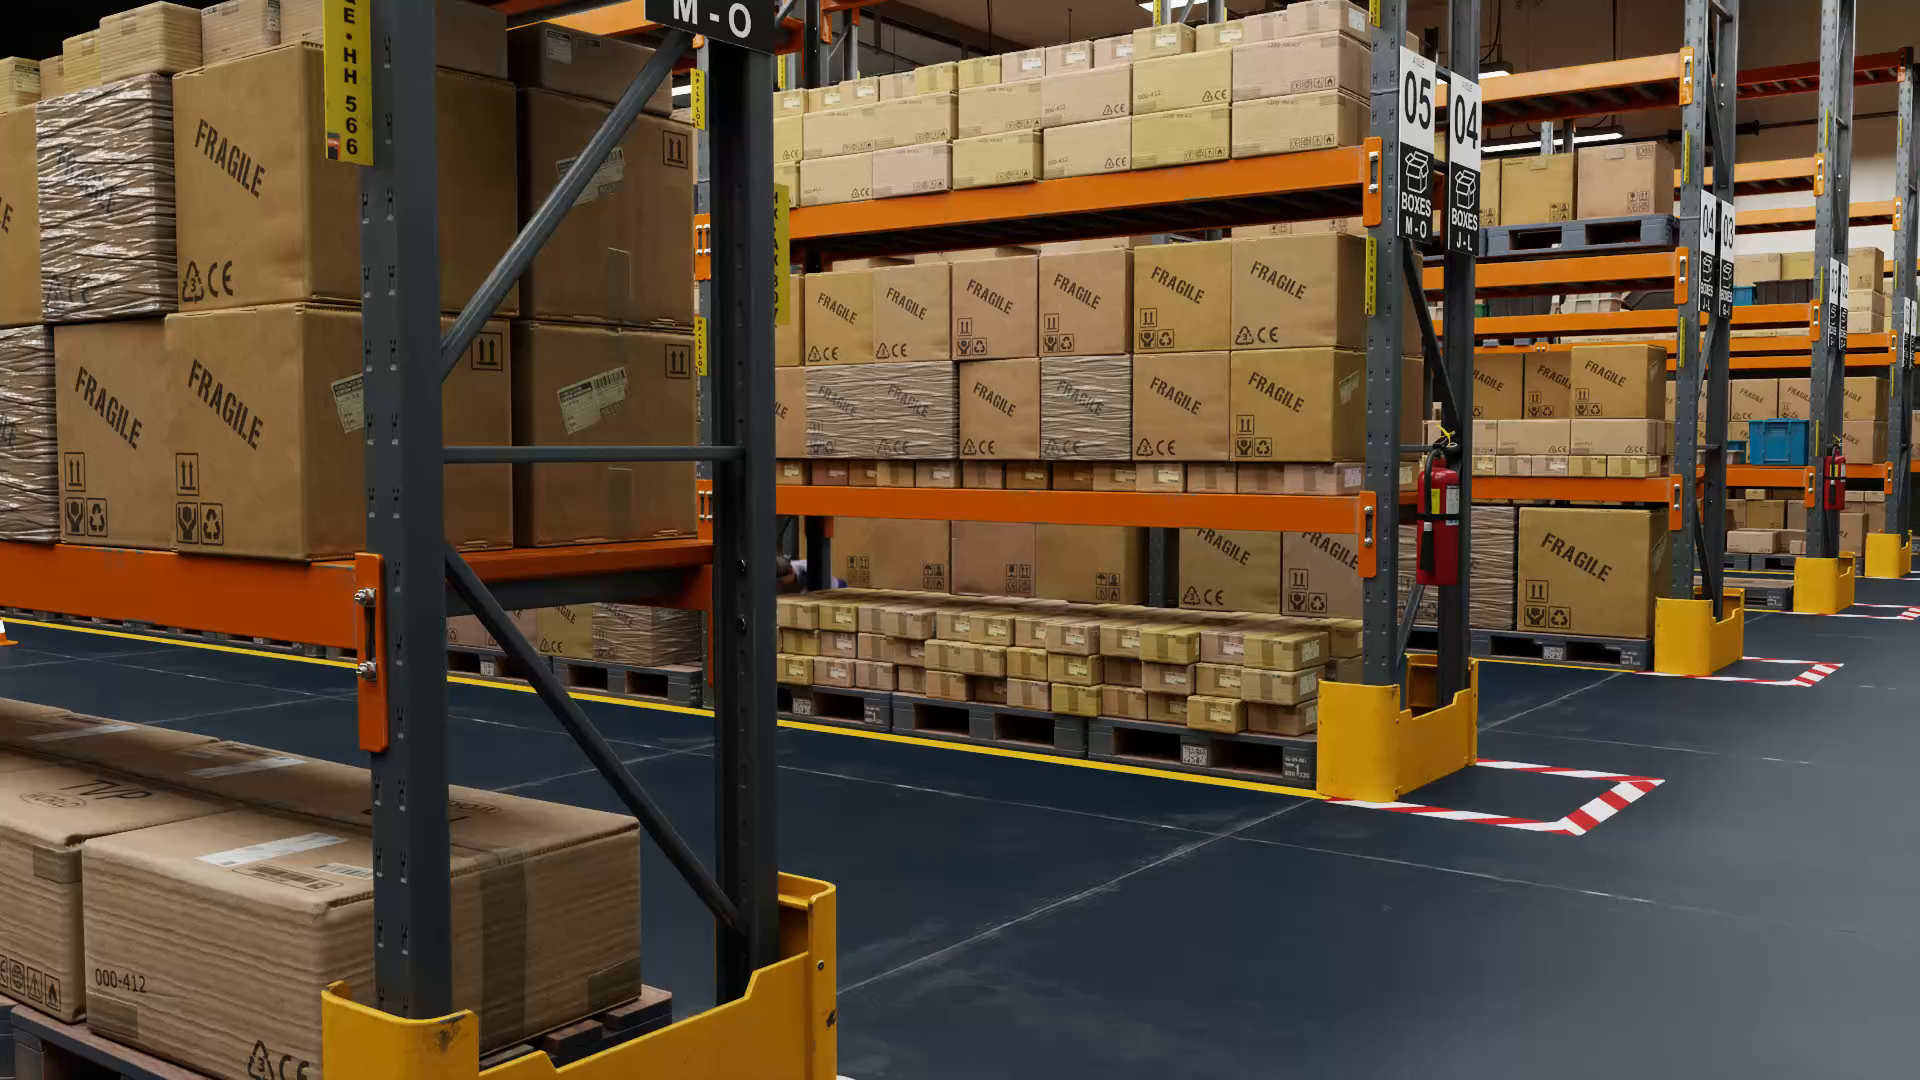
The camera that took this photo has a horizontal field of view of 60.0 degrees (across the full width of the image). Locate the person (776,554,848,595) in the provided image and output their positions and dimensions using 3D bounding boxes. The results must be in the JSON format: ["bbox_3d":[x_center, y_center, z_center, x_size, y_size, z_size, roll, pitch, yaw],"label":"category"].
[{"bbox_3d":[-1.141,0.496,12.210,0.526,0.816,0.849,2,4,35],"label":"person"}]
